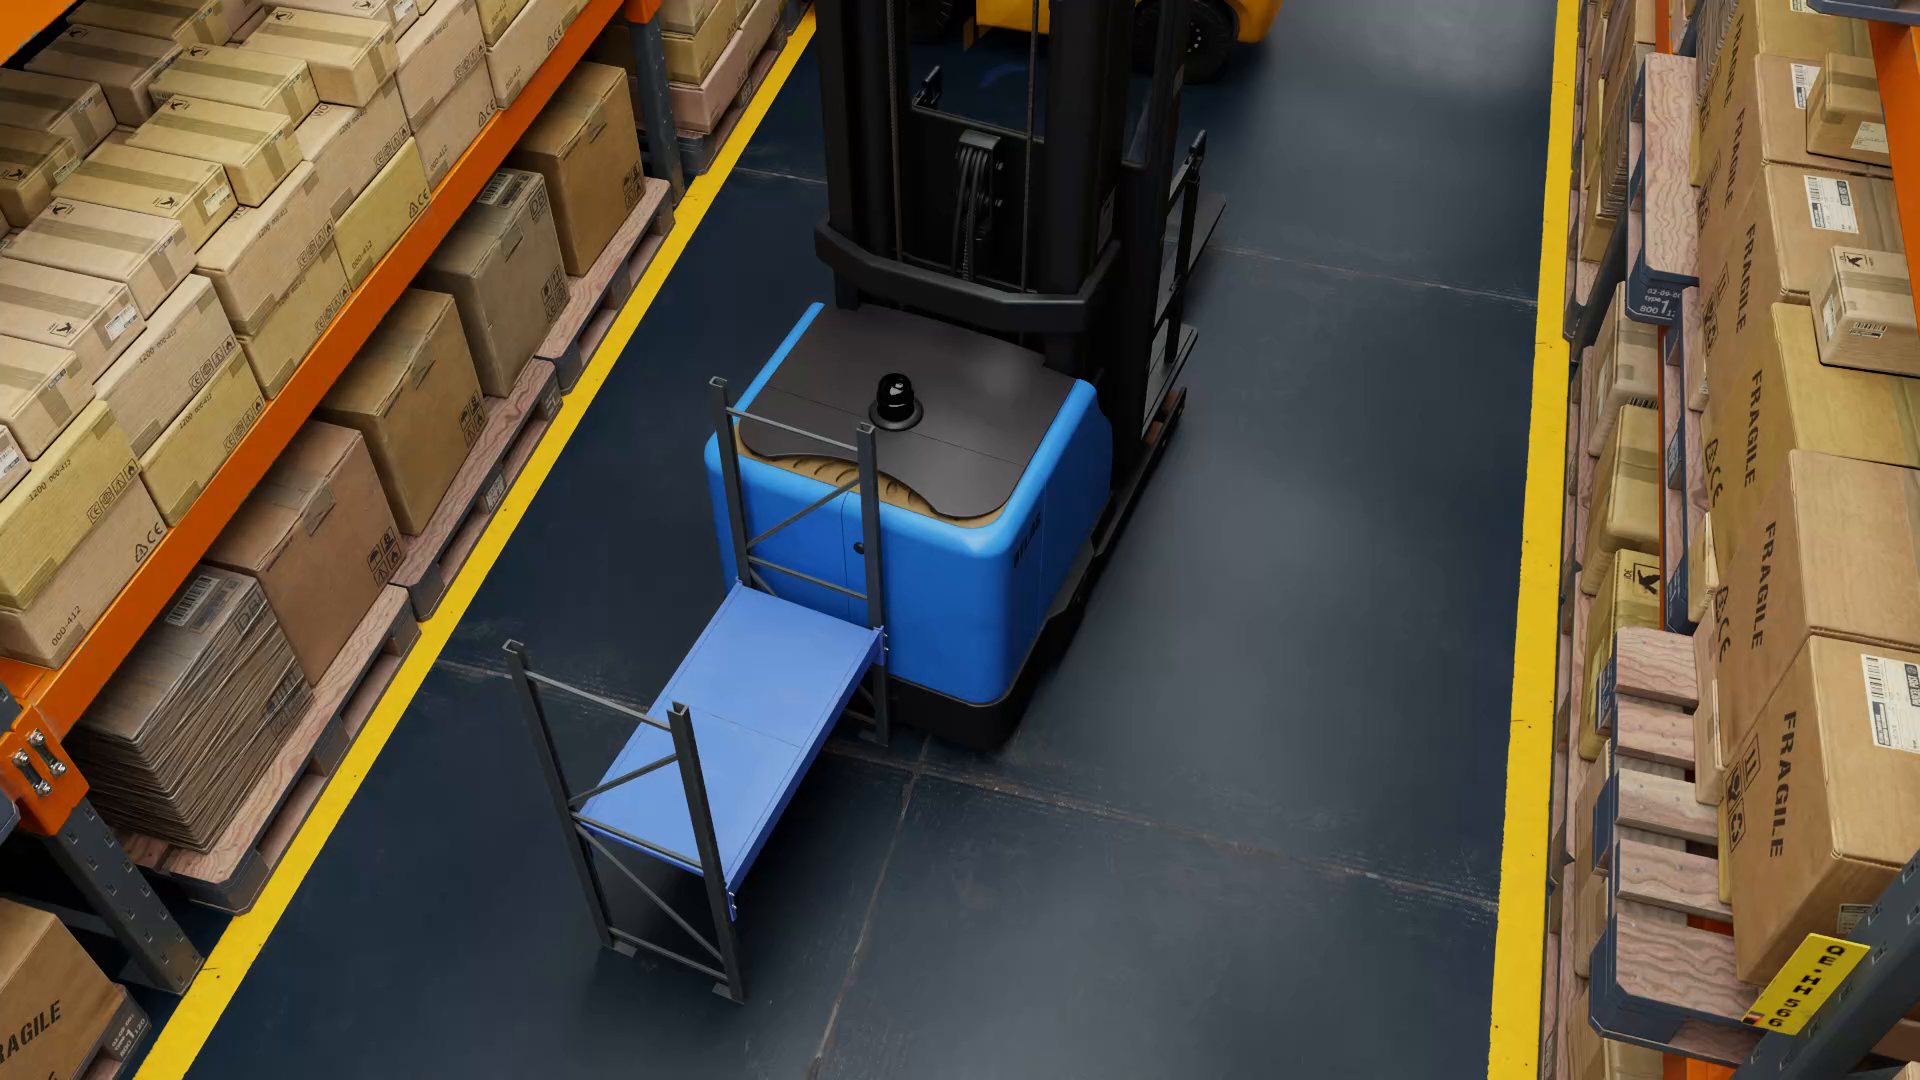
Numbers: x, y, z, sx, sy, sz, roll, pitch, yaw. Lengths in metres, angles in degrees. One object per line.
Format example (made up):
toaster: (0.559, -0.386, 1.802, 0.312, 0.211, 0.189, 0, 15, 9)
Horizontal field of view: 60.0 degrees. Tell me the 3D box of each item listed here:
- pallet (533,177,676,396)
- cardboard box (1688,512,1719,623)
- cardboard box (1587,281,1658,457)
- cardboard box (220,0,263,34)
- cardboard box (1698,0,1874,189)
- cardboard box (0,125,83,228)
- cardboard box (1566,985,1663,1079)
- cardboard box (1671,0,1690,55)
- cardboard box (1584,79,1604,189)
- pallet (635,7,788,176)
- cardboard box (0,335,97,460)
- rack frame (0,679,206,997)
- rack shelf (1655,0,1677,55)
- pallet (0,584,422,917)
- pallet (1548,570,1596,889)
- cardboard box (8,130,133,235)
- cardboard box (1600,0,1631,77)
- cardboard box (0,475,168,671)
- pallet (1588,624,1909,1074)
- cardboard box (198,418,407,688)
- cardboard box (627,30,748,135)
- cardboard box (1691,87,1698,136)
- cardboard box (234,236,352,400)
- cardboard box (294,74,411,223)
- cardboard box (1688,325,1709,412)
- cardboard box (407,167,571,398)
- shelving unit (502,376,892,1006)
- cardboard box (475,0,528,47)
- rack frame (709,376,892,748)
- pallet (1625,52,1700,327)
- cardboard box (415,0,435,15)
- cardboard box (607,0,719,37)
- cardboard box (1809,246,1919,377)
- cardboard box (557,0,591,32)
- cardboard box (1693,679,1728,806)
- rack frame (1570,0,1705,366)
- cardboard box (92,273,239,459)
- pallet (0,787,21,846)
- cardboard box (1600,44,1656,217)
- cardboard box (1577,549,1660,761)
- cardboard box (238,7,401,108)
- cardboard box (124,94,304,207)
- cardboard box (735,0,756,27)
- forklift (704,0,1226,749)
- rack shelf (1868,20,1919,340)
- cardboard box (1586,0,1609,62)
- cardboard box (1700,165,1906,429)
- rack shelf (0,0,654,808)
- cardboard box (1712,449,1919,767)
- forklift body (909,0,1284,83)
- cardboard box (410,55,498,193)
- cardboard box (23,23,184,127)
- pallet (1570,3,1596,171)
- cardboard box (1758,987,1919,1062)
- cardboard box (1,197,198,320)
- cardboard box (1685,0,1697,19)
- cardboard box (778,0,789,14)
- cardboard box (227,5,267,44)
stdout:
pallet: (-1.918, -1.183, 7.153, 1.003, 0.211, 1.213, 12, 50, 10)
cardboard box: (1.991, 0.103, 4.046, 0.380, 0.149, 0.250, 12, 50, 11)
cardboard box: (2.892, -0.559, 6.215, 0.950, 0.372, 0.625, 12, 50, 11)
cardboard box: (-2.448, -1.770, 5.312, 0.380, 0.149, 0.250, 11, 50, 10)
cardboard box: (2.497, -1.295, 4.847, 0.500, 0.500, 0.500, 12, 50, 10)
cardboard box: (-2.695, -1.027, 4.657, 0.380, 0.149, 0.250, 11, 50, 10)
cardboard box: (2.134, 1.548, 4.356, 0.950, 0.372, 0.625, 9, 49, 7)
cardboard box: (2.819, -1.879, 6.075, 0.380, 0.149, 0.250, 11, 50, 10)
cardboard box: (3.055, -1.766, 7.362, 0.500, 0.250, 0.500, 10, 49, 9)
pallet: (-1.512, -2.290, 8.131, 1.003, 0.211, 1.213, 12, 50, 10)
cardboard box: (-2.377, -0.366, 4.073, 0.380, 0.149, 0.250, 13, 50, 11)
rack frame: (-2.814, 0.247, 4.031, 1.000, 3.000, 0.127, 12, 50, 10)
rack shelf: (3.554, -2.878, 7.269, 1.077, 0.370, 4.000, 12, 50, 10)
pallet: (-2.560, 0.582, 5.596, 1.003, 0.211, 1.213, 12, 50, 10)
pallet: (2.505, 0.702, 5.490, 1.003, 0.211, 1.213, 12, 50, 10)
cardboard box: (-2.697, -0.980, 4.881, 0.500, 0.250, 0.500, 11, 50, 10)
cardboard box: (3.190, -2.365, 7.390, 0.500, 0.500, 0.500, 14, 50, 12)
cardboard box: (-2.462, 0.024, 4.328, 0.500, 0.250, 0.500, 12, 50, 10)
pallet: (2.060, 0.751, 3.715, 1.213, 0.211, 1.003, 12, 50, 10)
cardboard box: (-2.473, -0.029, 5.578, 0.875, 0.625, 0.625, 13, 50, 11)
cardboard box: (-1.315, -2.160, 7.709, 0.500, 0.250, 0.500, 12, 50, 10)
cardboard box: (2.578, -1.388, 5.362, 0.380, 0.149, 0.250, 12, 50, 11)
cardboard box: (-2.196, -0.713, 4.979, 0.500, 0.250, 0.500, 10, 49, 9)
cardboard box: (-2.064, -1.253, 5.122, 0.500, 0.250, 0.500, 12, 50, 11)
cardboard box: (2.208, -0.451, 4.534, 0.380, 0.149, 0.250, 13, 50, 11)
cardboard box: (-2.100, -1.060, 6.489, 0.875, 0.625, 0.625, 11, 50, 10)
shelving unit: (-0.669, 0.472, 4.833, 0.538, 1.500, 1.048, 18, 51, 15)
cardboard box: (-1.773, -1.983, 5.766, 0.500, 0.250, 0.500, 10, 49, 9)
rack frame: (-0.466, 0.123, 5.141, 0.500, 1.500, 0.032, 18, 51, 15)
pallet: (2.687, -1.082, 5.332, 1.003, 0.211, 1.213, 12, 50, 10)
cardboard box: (-1.874, -1.853, 5.385, 0.380, 0.149, 0.250, 10, 49, 9)
cardboard box: (-1.332, -2.494, 7.338, 0.500, 0.250, 0.500, 11, 49, 9)
cardboard box: (2.134, -0.500, 3.713, 0.380, 0.149, 0.250, 9, 49, 8)
cardboard box: (-1.642, -2.180, 6.274, 0.500, 0.250, 0.500, 13, 50, 11)
cardboard box: (1.858, 0.485, 3.709, 0.380, 0.149, 0.250, 11, 50, 10)
rack frame: (3.028, -1.669, 5.723, 1.000, 3.000, 0.127, 12, 50, 10)
cardboard box: (-2.329, -0.503, 4.460, 0.500, 0.250, 0.500, 13, 50, 11)
pallet: (-2.925, 0.815, 3.658, 1.213, 0.211, 1.003, 12, 50, 10)
cardboard box: (2.925, -1.628, 6.739, 0.500, 0.500, 0.500, 11, 49, 10)
cardboard box: (2.525, 0.465, 5.312, 0.950, 0.372, 0.625, 13, 50, 11)
cardboard box: (-1.940, -1.466, 5.044, 0.380, 0.149, 0.250, 10, 49, 9)
cardboard box: (-2.117, -1.109, 4.729, 0.380, 0.149, 0.250, 13, 50, 11)
cardboard box: (-1.206, -2.694, 7.848, 0.500, 0.250, 0.500, 11, 50, 10)
forklift: (0.250, -1.398, 5.529, 1.130, 2.935, 3.031, 18, 51, 15)
rack shelf: (2.502, -0.977, 3.591, 1.077, 0.370, 4.000, 12, 50, 10)
cardboard box: (3.329, -2.498, 8.008, 0.500, 0.250, 0.500, 15, 50, 13)
cardboard box: (2.229, -0.566, 4.204, 0.500, 0.500, 0.500, 10, 49, 8)
rack shelf: (-2.288, -0.962, 5.578, 1.077, 0.370, 4.000, 12, 50, 10)
cardboard box: (1.952, 0.194, 3.533, 0.500, 0.500, 0.500, 11, 49, 9)
forklift body: (0.552, -3.527, 7.928, 2.313, 2.155, 1.214, 12, 50, 10)
cardboard box: (-1.929, -1.463, 5.640, 0.500, 0.250, 0.500, 12, 50, 10)
cardboard box: (-2.539, -1.390, 4.977, 0.380, 0.149, 0.250, 13, 50, 11)
pallet: (3.490, -2.125, 7.984, 1.003, 0.211, 1.213, 12, 50, 10)
cardboard box: (1.835, 0.884, 3.356, 0.380, 0.149, 0.250, 13, 50, 11)
cardboard box: (-2.278, -0.749, 4.411, 0.380, 0.149, 0.250, 12, 50, 10)
cardboard box: (2.905, -2.171, 5.901, 0.500, 0.500, 0.500, 10, 49, 9)
cardboard box: (-1.076, -2.905, 8.367, 0.500, 0.250, 0.500, 12, 50, 11)
cardboard box: (-2.431, -1.715, 5.530, 0.500, 0.250, 0.500, 10, 49, 9)
